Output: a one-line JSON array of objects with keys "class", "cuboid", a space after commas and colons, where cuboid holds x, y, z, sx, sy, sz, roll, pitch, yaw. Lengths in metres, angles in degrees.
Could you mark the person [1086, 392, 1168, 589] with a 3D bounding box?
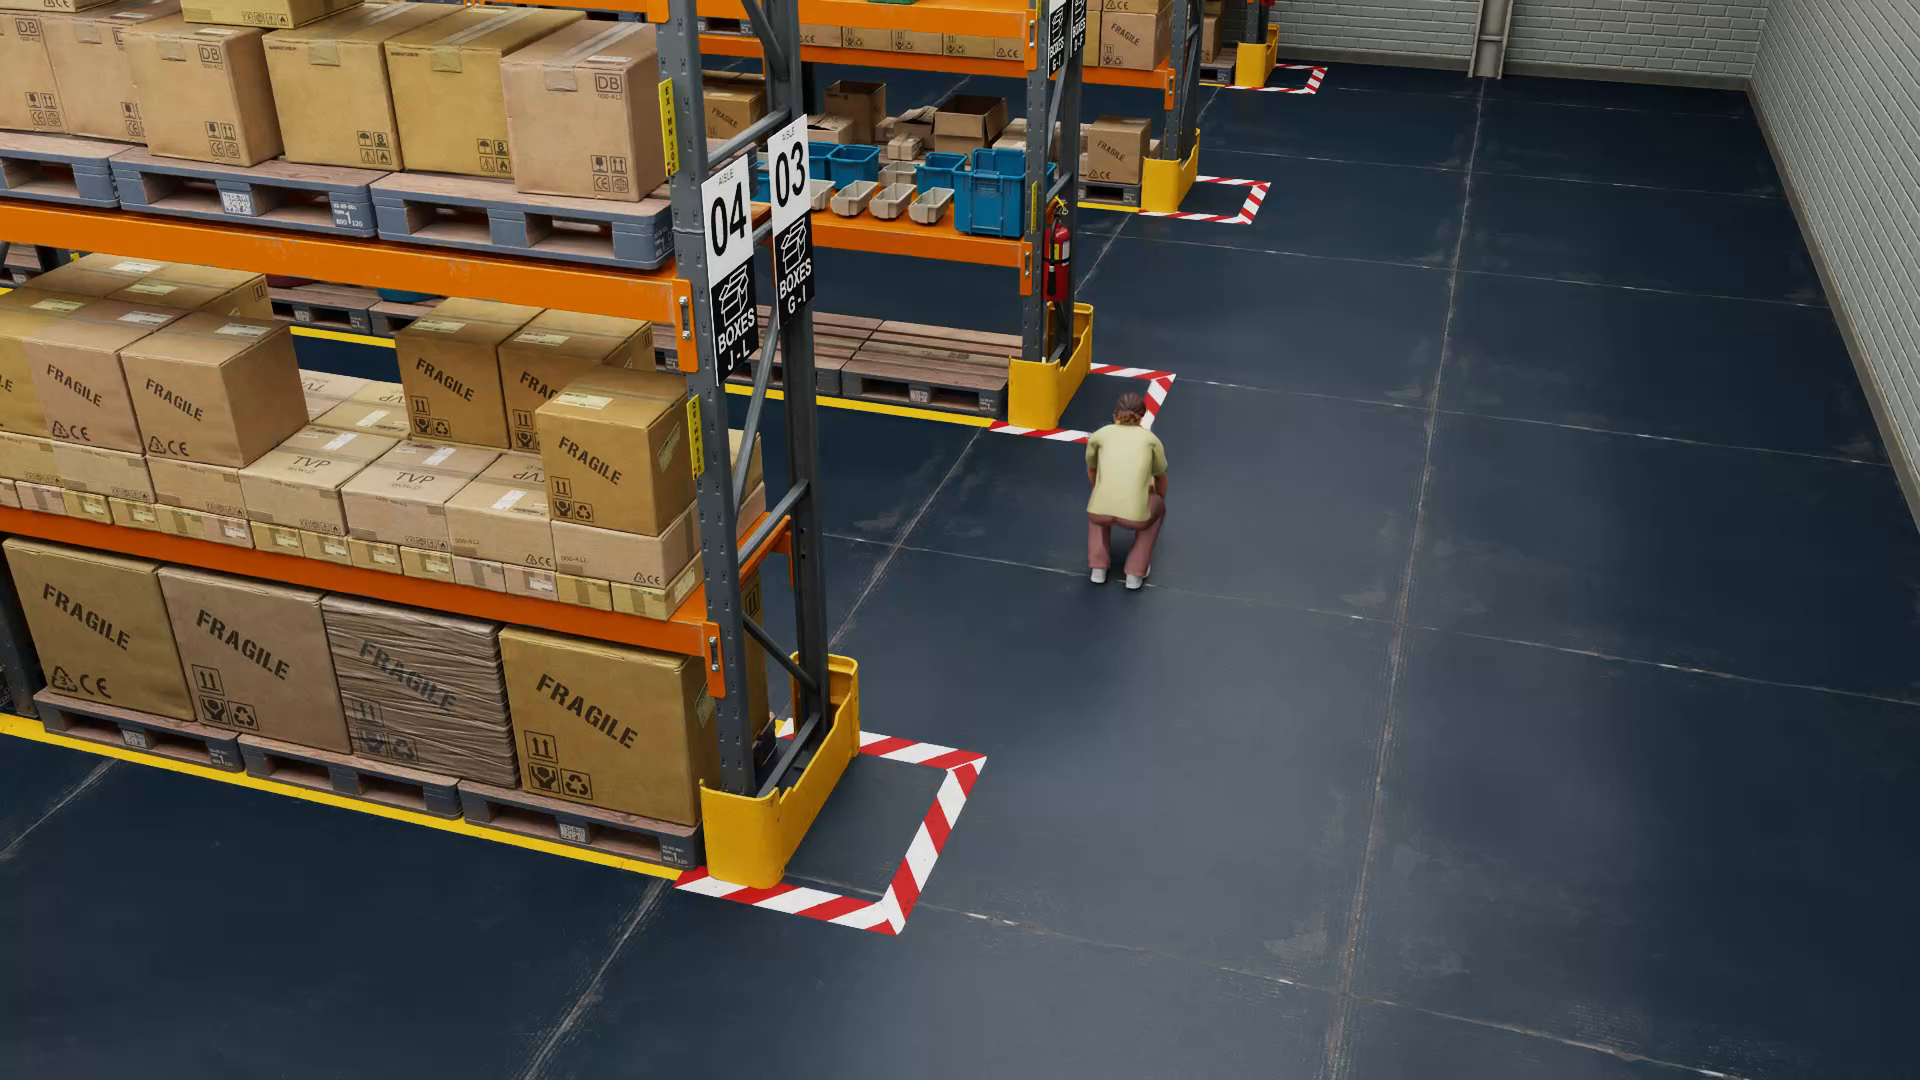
[{"class": "person", "cuboid": [0.938, -0.279, 9.683, 0.494, 1.009, 0.766, 9, 30, 15]}]
